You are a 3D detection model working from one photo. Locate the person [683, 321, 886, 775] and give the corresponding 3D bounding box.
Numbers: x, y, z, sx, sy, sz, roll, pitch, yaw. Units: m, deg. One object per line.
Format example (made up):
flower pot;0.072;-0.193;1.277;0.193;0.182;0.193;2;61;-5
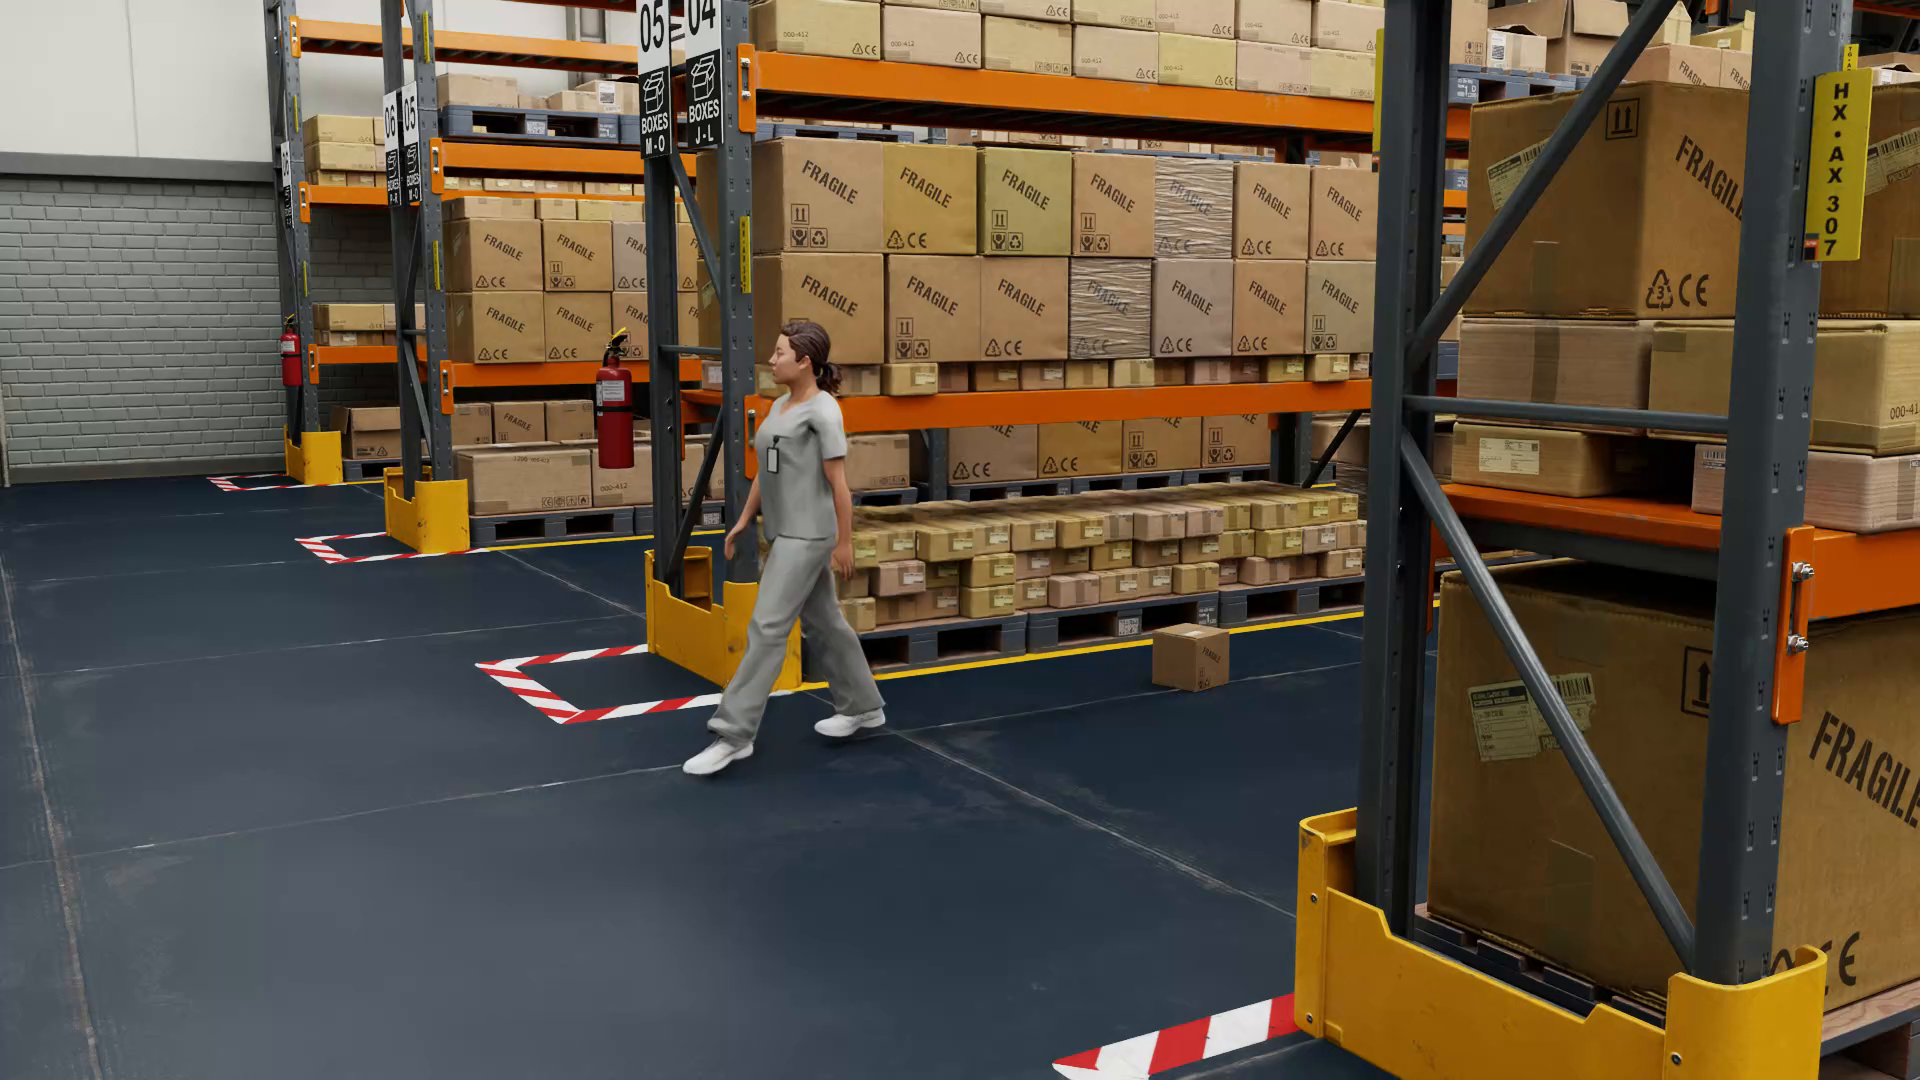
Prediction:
person;-0.692;-0.008;6.322;0.932;1.634;0.478;-5;9;-29
